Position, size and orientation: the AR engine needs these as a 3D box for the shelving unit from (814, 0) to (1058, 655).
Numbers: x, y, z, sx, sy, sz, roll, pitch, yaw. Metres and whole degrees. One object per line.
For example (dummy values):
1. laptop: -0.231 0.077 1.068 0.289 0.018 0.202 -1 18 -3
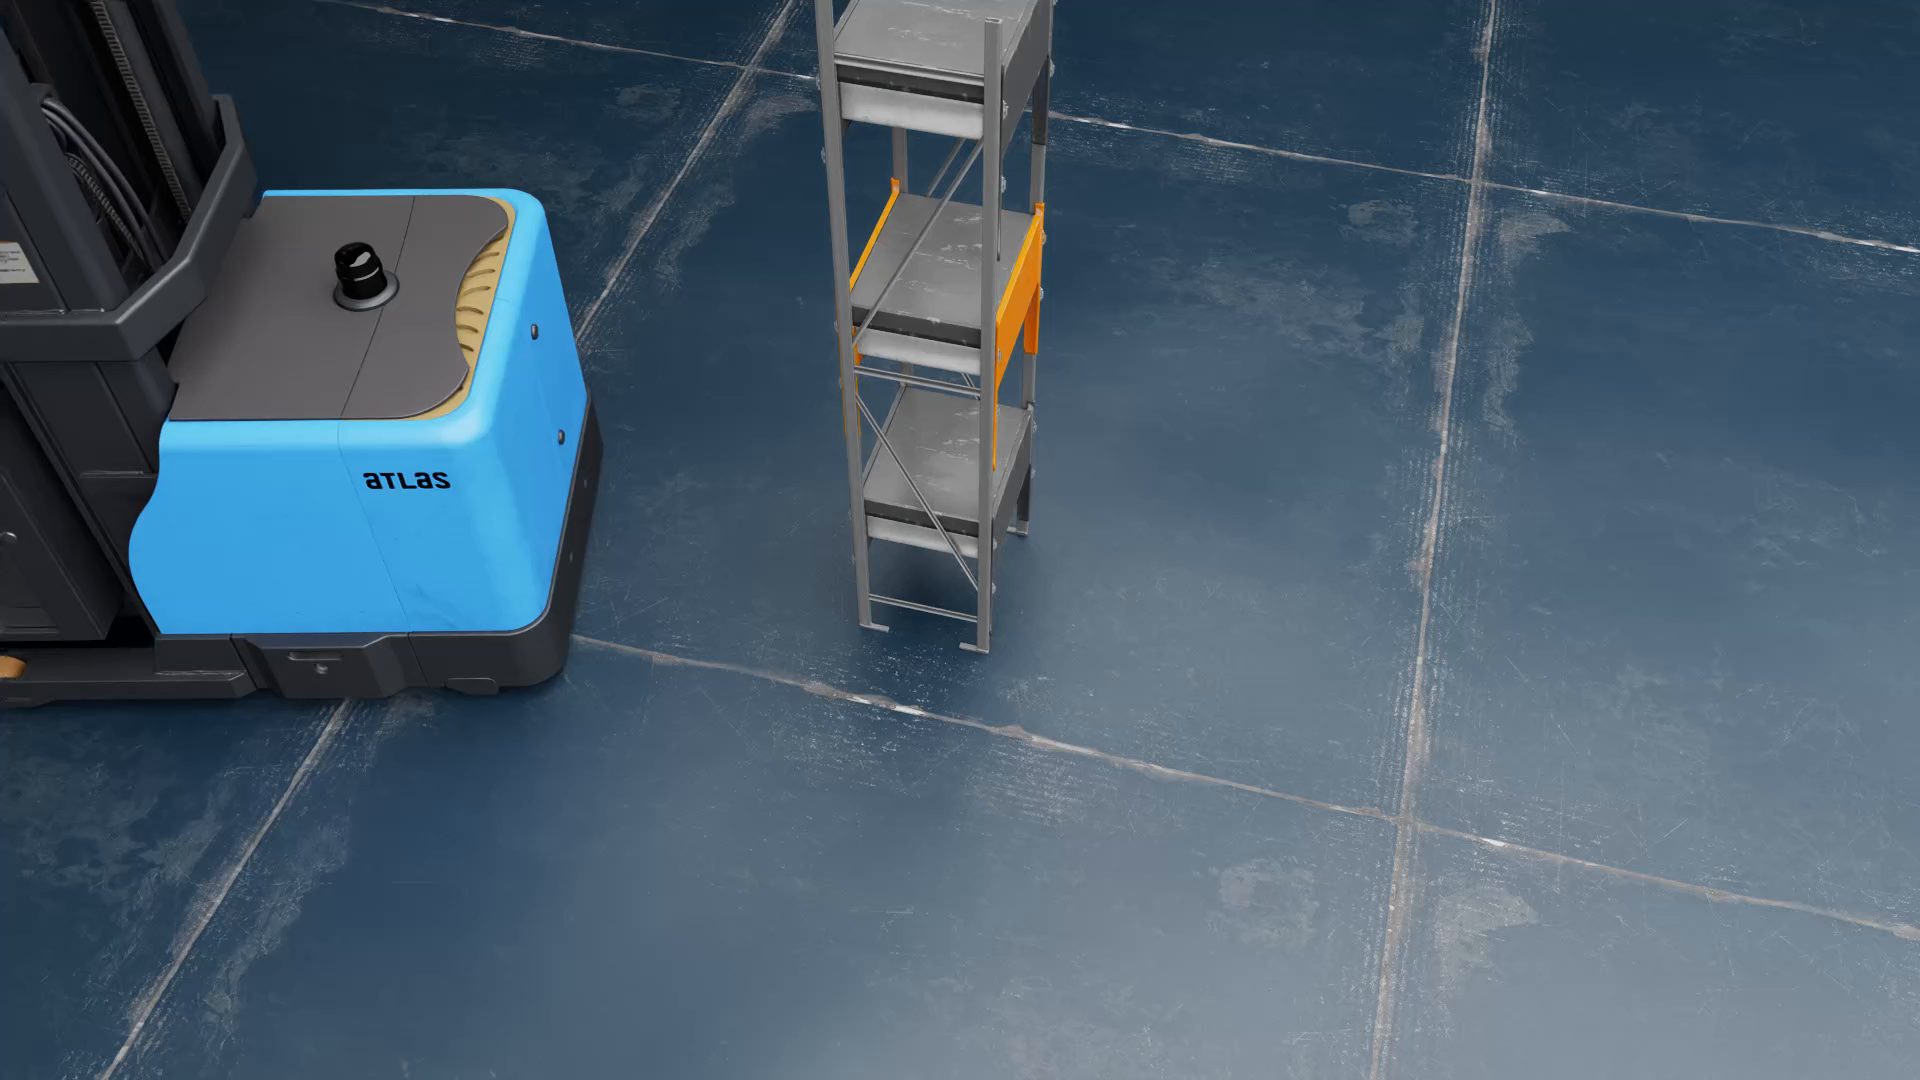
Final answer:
1. shelving unit: -0.044 -0.575 4.357 0.431 2.100 0.503 12 50 10

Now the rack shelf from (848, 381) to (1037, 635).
1. rack shelf: -0.044 -0.103 4.892 0.431 0.518 0.480 12 50 10

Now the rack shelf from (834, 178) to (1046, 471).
1. rack shelf: -0.044 -0.566 4.367 0.431 0.518 0.480 12 50 10

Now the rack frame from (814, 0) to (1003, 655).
1. rack frame: -0.108 -0.399 4.201 0.400 2.100 0.015 12 50 10

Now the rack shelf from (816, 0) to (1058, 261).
1. rack shelf: -0.044 -1.029 3.842 0.431 0.518 0.480 12 50 10

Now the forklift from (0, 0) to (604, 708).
1. forklift: -2.670 -0.883 4.074 3.031 2.935 1.130 0 49 0

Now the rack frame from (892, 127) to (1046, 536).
1. rack frame: 0.021 -0.752 4.513 0.400 2.100 0.015 12 50 10
